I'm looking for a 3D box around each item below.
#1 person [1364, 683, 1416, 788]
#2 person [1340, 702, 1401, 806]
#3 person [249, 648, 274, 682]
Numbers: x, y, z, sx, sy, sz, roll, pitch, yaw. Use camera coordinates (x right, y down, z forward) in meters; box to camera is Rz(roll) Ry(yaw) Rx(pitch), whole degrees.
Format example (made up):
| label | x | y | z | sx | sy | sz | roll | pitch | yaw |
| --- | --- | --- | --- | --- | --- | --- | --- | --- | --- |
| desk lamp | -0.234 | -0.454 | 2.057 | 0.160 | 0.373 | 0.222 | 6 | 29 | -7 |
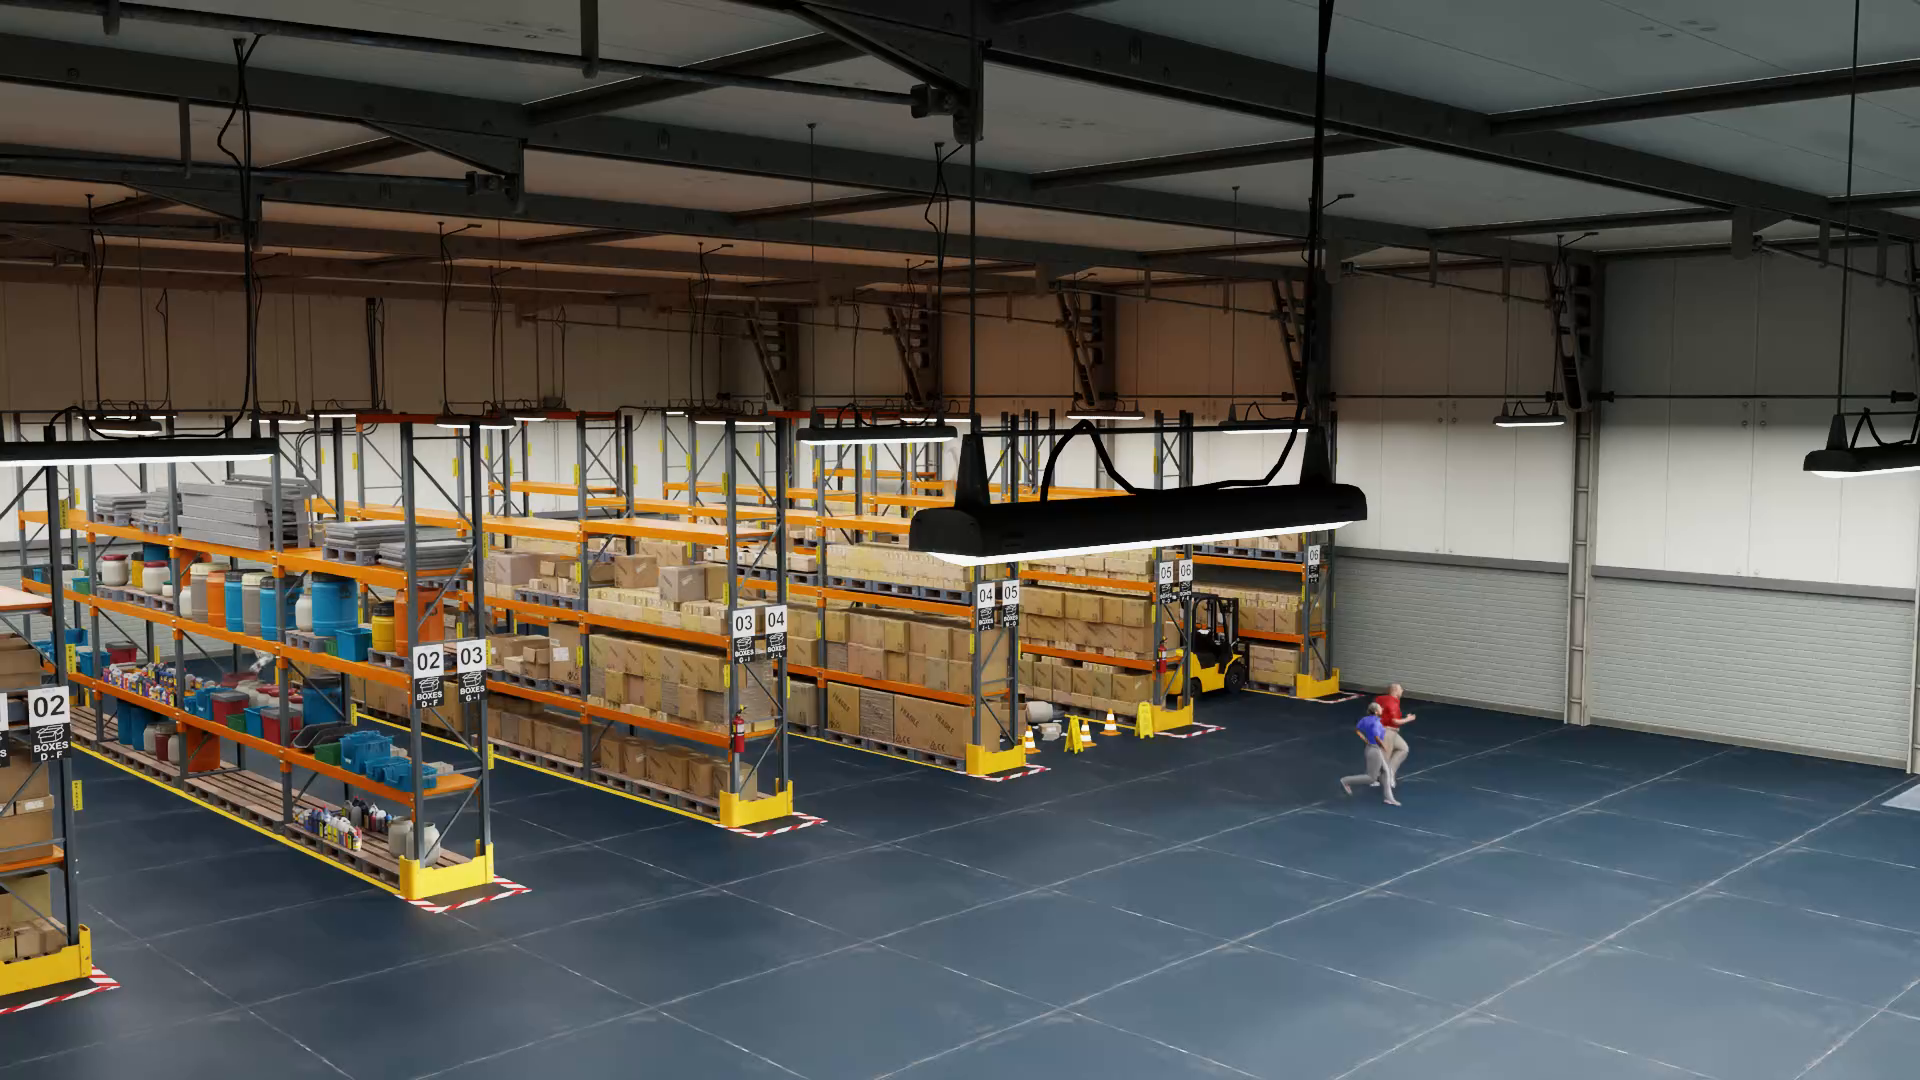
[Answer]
| label | x | y | z | sx | sy | sz | roll | pitch | yaw |
| --- | --- | --- | --- | --- | --- | --- | --- | --- | --- |
| person | 6.901 | 3.155 | 26.784 | 0.832 | 1.725 | 0.693 | 1 | 5 | 8 |
| person | 6.348 | 3.317 | 25.670 | 1.000 | 1.647 | 0.553 | 0 | 5 | -2 |
| person | -15.454 | 2.270 | 36.769 | 0.563 | 1.736 | 0.663 | -3 | 6 | -28 |
